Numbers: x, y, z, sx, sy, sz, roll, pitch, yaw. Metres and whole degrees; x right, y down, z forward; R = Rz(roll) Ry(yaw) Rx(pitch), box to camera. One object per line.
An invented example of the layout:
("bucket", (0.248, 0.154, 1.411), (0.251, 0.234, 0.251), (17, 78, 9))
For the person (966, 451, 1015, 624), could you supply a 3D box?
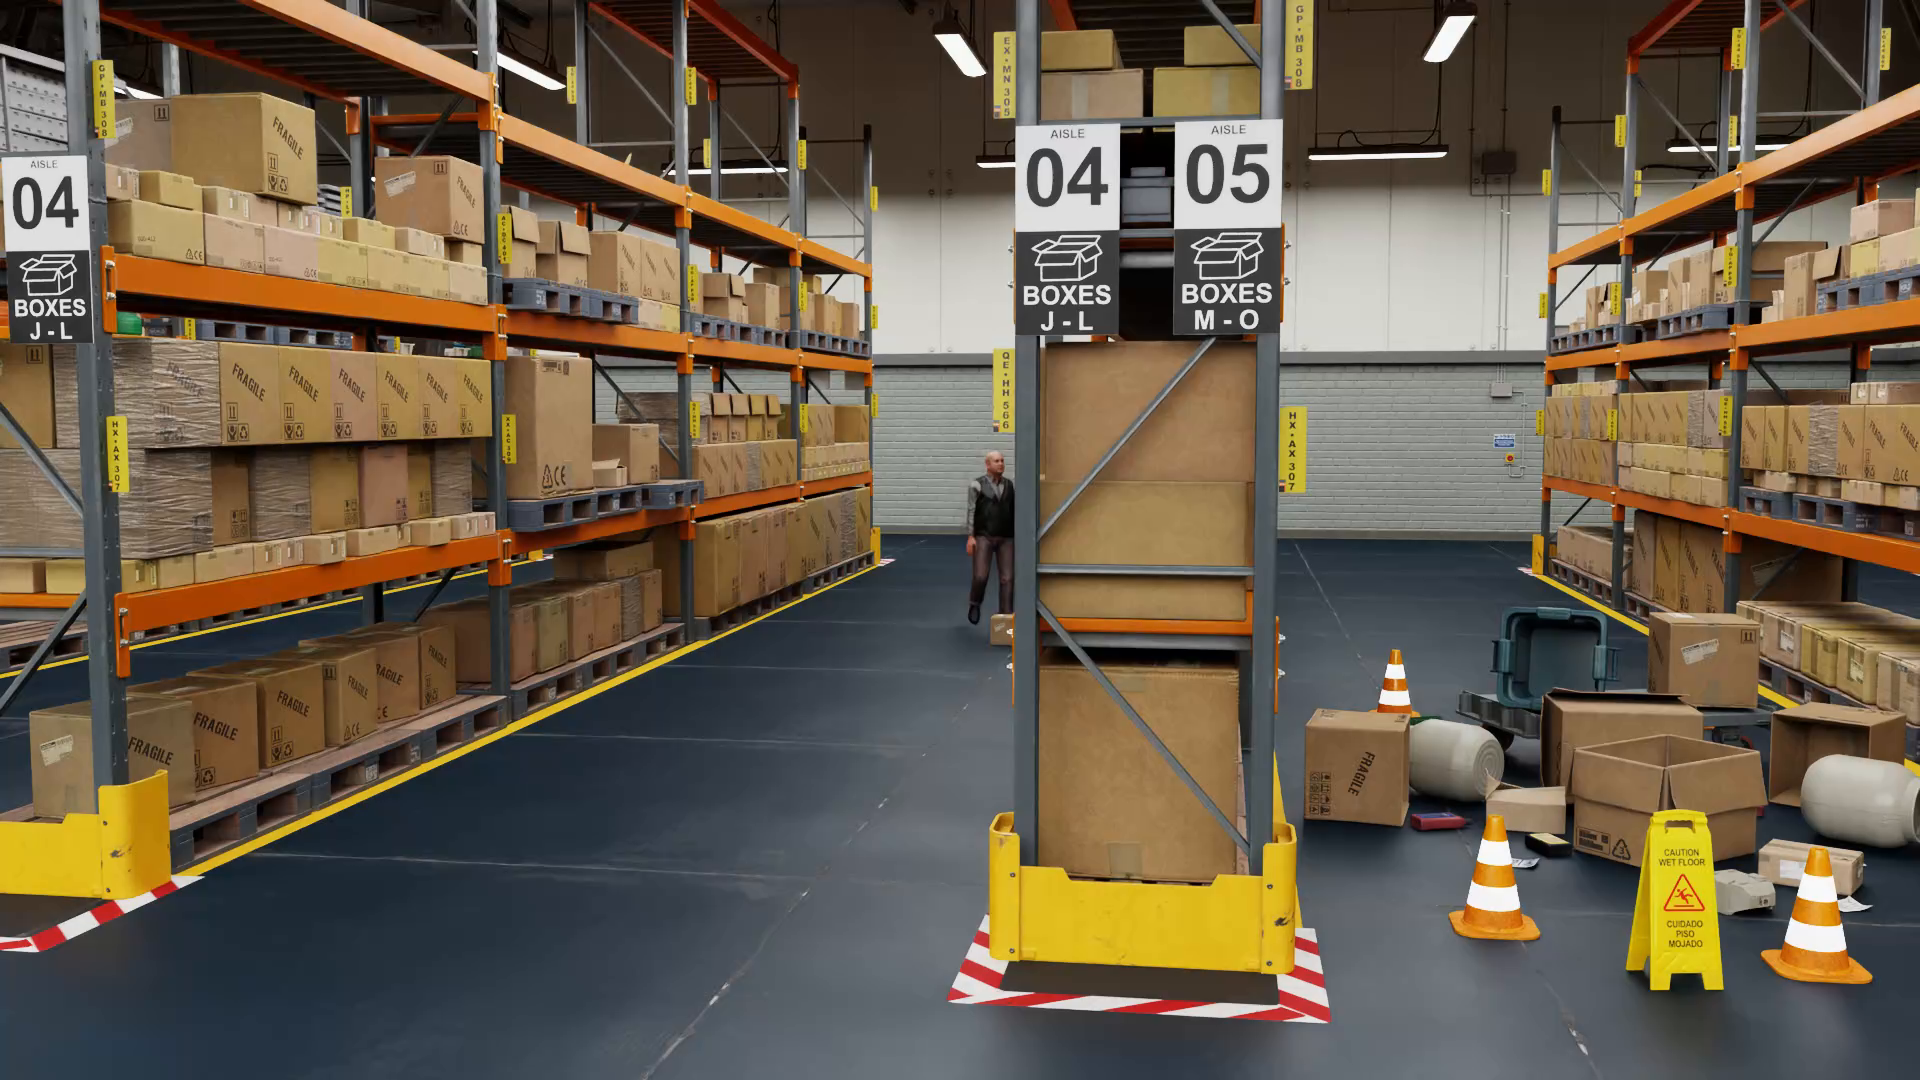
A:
("person", (0.344, 0.052, 15.892), (0.570, 1.629, 0.651), (-1, 5, -15))
